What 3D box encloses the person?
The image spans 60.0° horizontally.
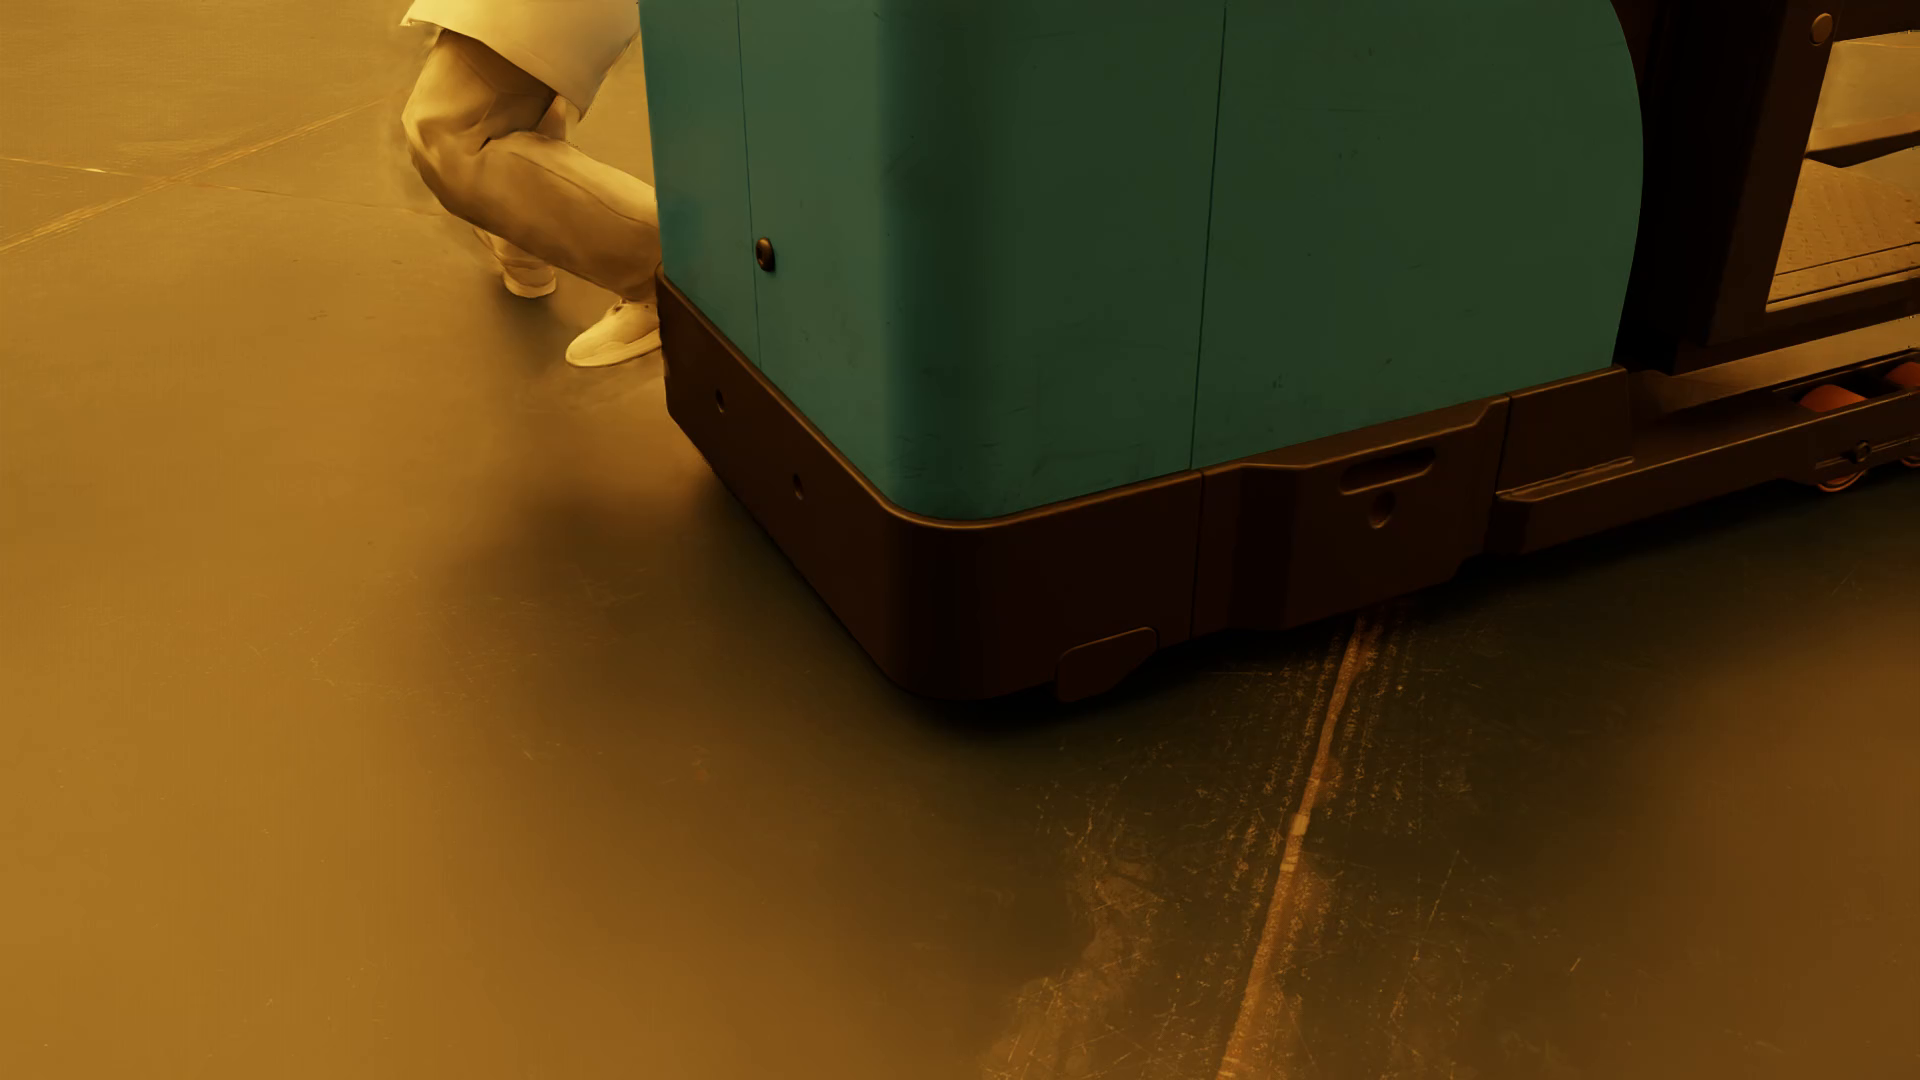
[{"bbox_3d":[-0.698,-0.991,2.746,0.787,1.511,1.232,2,30,4],"label":"person"}]

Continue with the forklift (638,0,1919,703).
[{"bbox_3d":[1.069,-1.568,2.294,3.031,2.935,1.130,-14,32,-23],"label":"forklift"}]
